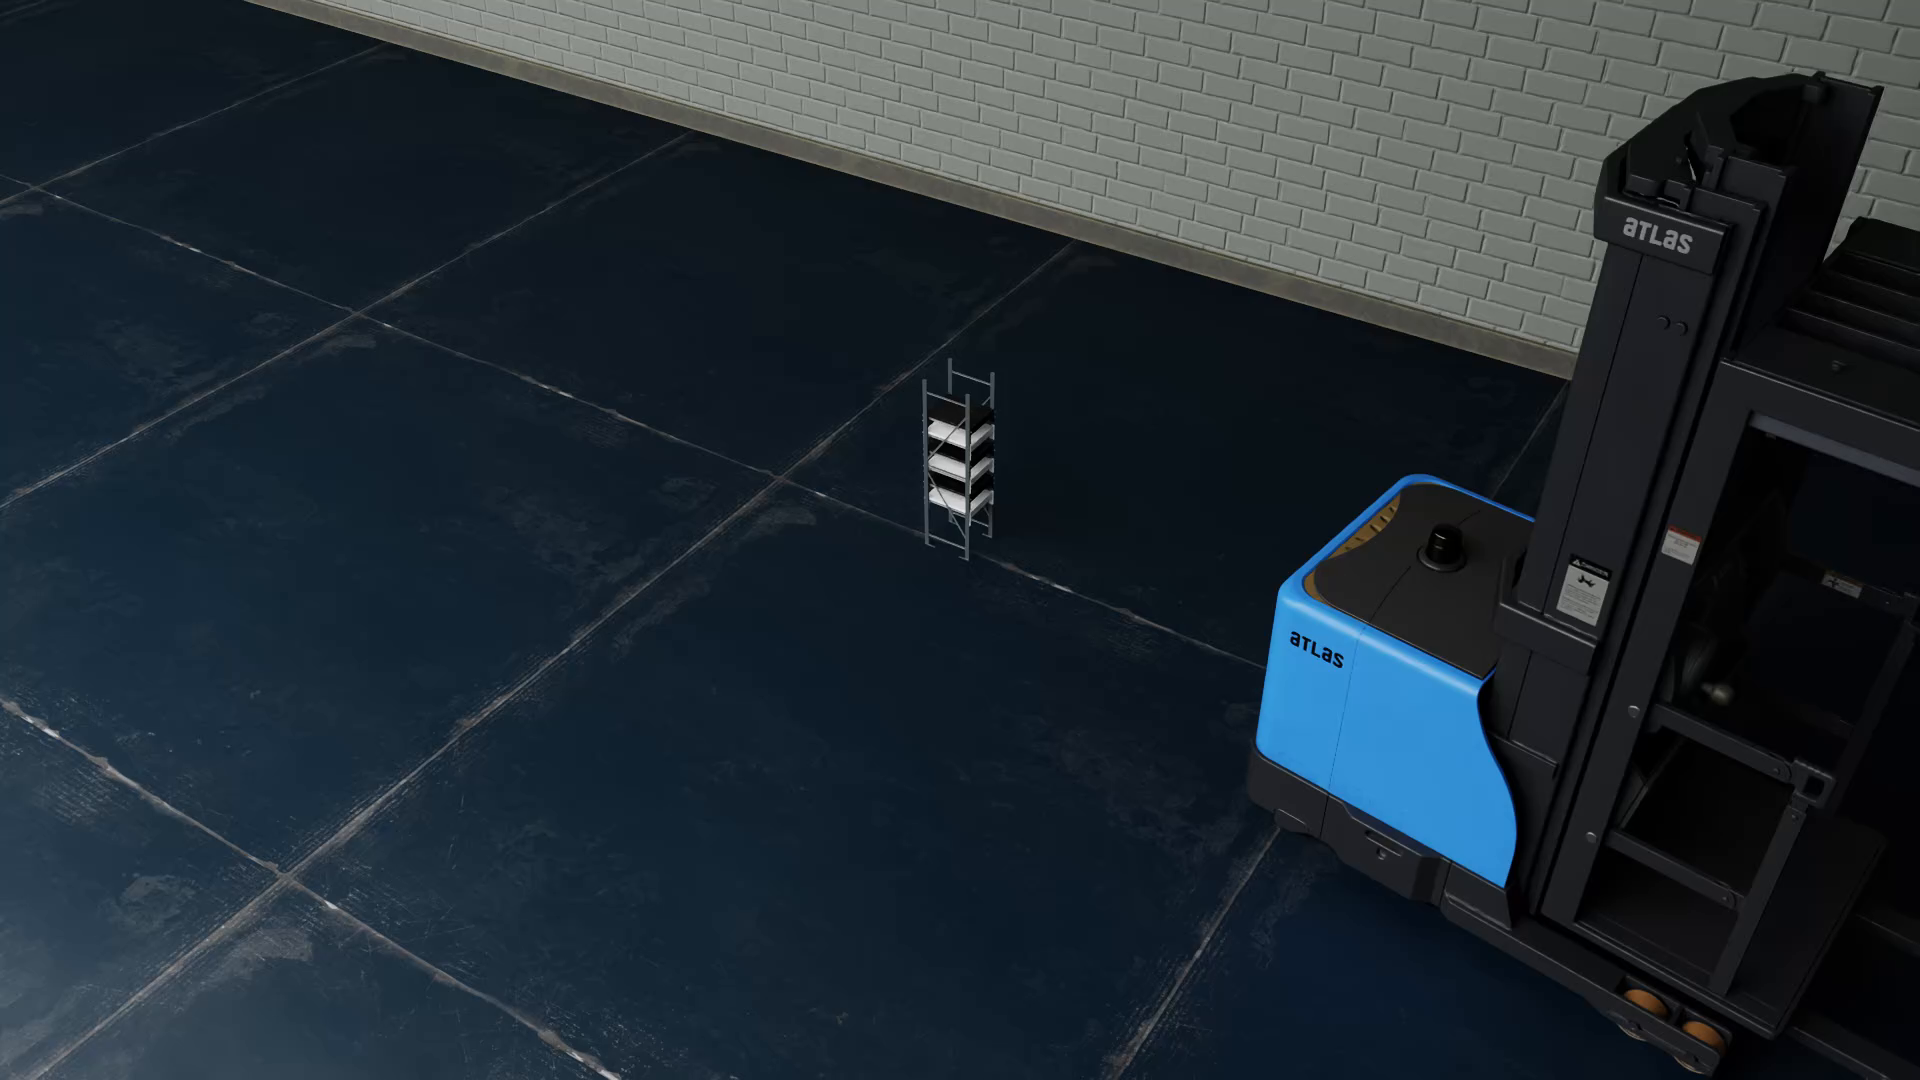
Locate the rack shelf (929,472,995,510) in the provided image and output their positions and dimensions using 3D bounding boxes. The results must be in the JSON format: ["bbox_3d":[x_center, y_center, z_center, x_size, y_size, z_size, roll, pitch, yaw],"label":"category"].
[{"bbox_3d":[-0.004,-0.255,7.545,0.258,0.077,0.200,21,42,25],"label":"rack shelf"}]

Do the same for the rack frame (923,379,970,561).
[{"bbox_3d":[-0.059,-0.300,7.402,0.240,0.900,0.006,21,42,25],"label":"rack frame"}]

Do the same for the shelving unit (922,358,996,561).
[{"bbox_3d":[-0.004,-0.352,7.470,0.258,0.900,0.210,21,42,25],"label":"shelving unit"}]

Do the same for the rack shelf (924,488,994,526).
[{"bbox_3d":[-0.004,-0.183,7.600,0.258,0.077,0.200,21,42,25],"label":"rack shelf"}]

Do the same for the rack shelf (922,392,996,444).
[{"bbox_3d":[-0.004,-0.540,7.325,0.258,0.077,0.200,21,42,25],"label":"rack shelf"}]

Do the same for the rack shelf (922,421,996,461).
[{"bbox_3d":[-0.004,-0.468,7.380,0.258,0.077,0.200,21,42,25],"label":"rack shelf"}]

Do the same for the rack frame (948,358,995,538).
[{"bbox_3d":[0.050,-0.405,7.538,0.240,0.900,0.006,21,42,25],"label":"rack frame"}]

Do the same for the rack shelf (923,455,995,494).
[{"bbox_3d":[-0.004,-0.326,7.490,0.258,0.077,0.200,21,42,25],"label":"rack shelf"}]

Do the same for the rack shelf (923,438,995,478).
[{"bbox_3d":[-0.004,-0.397,7.435,0.258,0.077,0.200,21,42,25],"label":"rack shelf"}]

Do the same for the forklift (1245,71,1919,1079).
[{"bbox_3d":[2.539,0.225,5.058,3.031,2.935,1.130,28,46,31],"label":"forklift"}]
